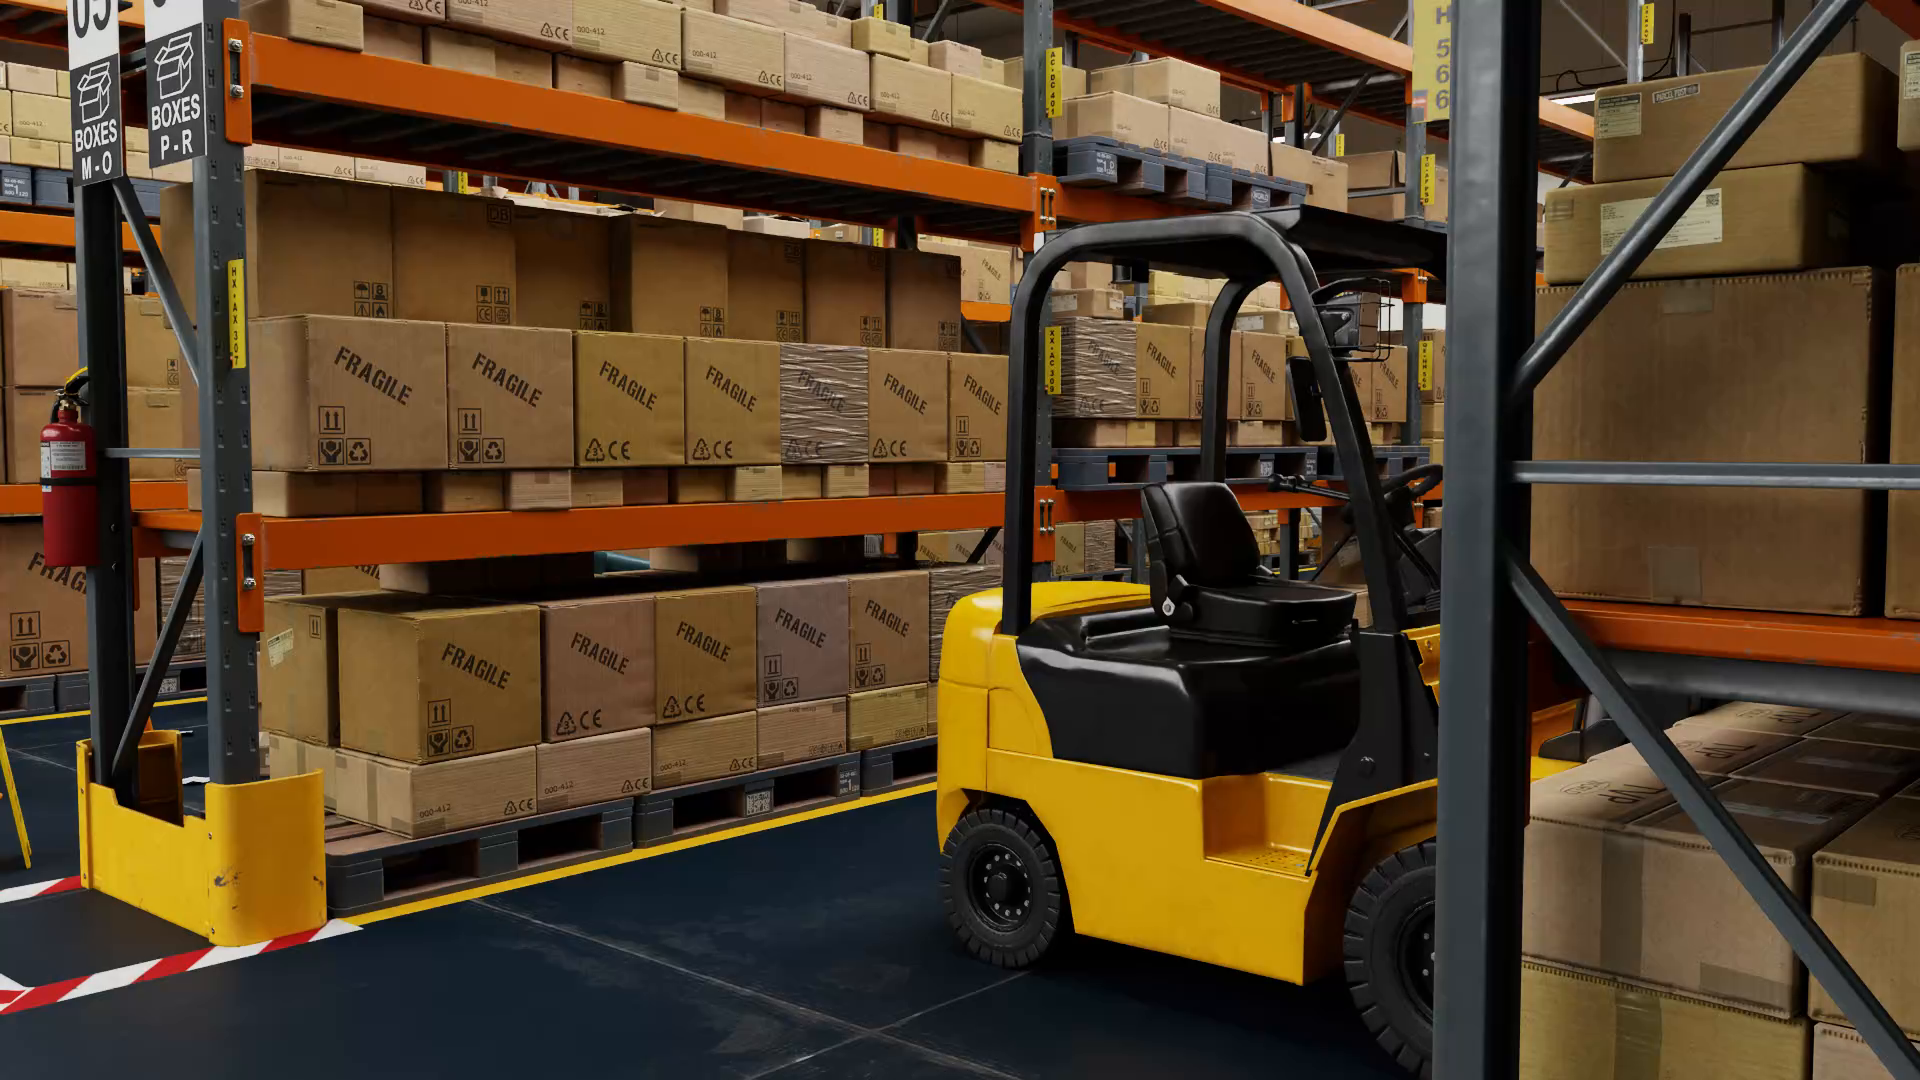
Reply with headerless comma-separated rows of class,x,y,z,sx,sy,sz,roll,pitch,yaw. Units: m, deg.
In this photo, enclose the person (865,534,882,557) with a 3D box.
person,-0.772,-0.086,12.344,0.576,1.781,0.566,-1,4,-14
